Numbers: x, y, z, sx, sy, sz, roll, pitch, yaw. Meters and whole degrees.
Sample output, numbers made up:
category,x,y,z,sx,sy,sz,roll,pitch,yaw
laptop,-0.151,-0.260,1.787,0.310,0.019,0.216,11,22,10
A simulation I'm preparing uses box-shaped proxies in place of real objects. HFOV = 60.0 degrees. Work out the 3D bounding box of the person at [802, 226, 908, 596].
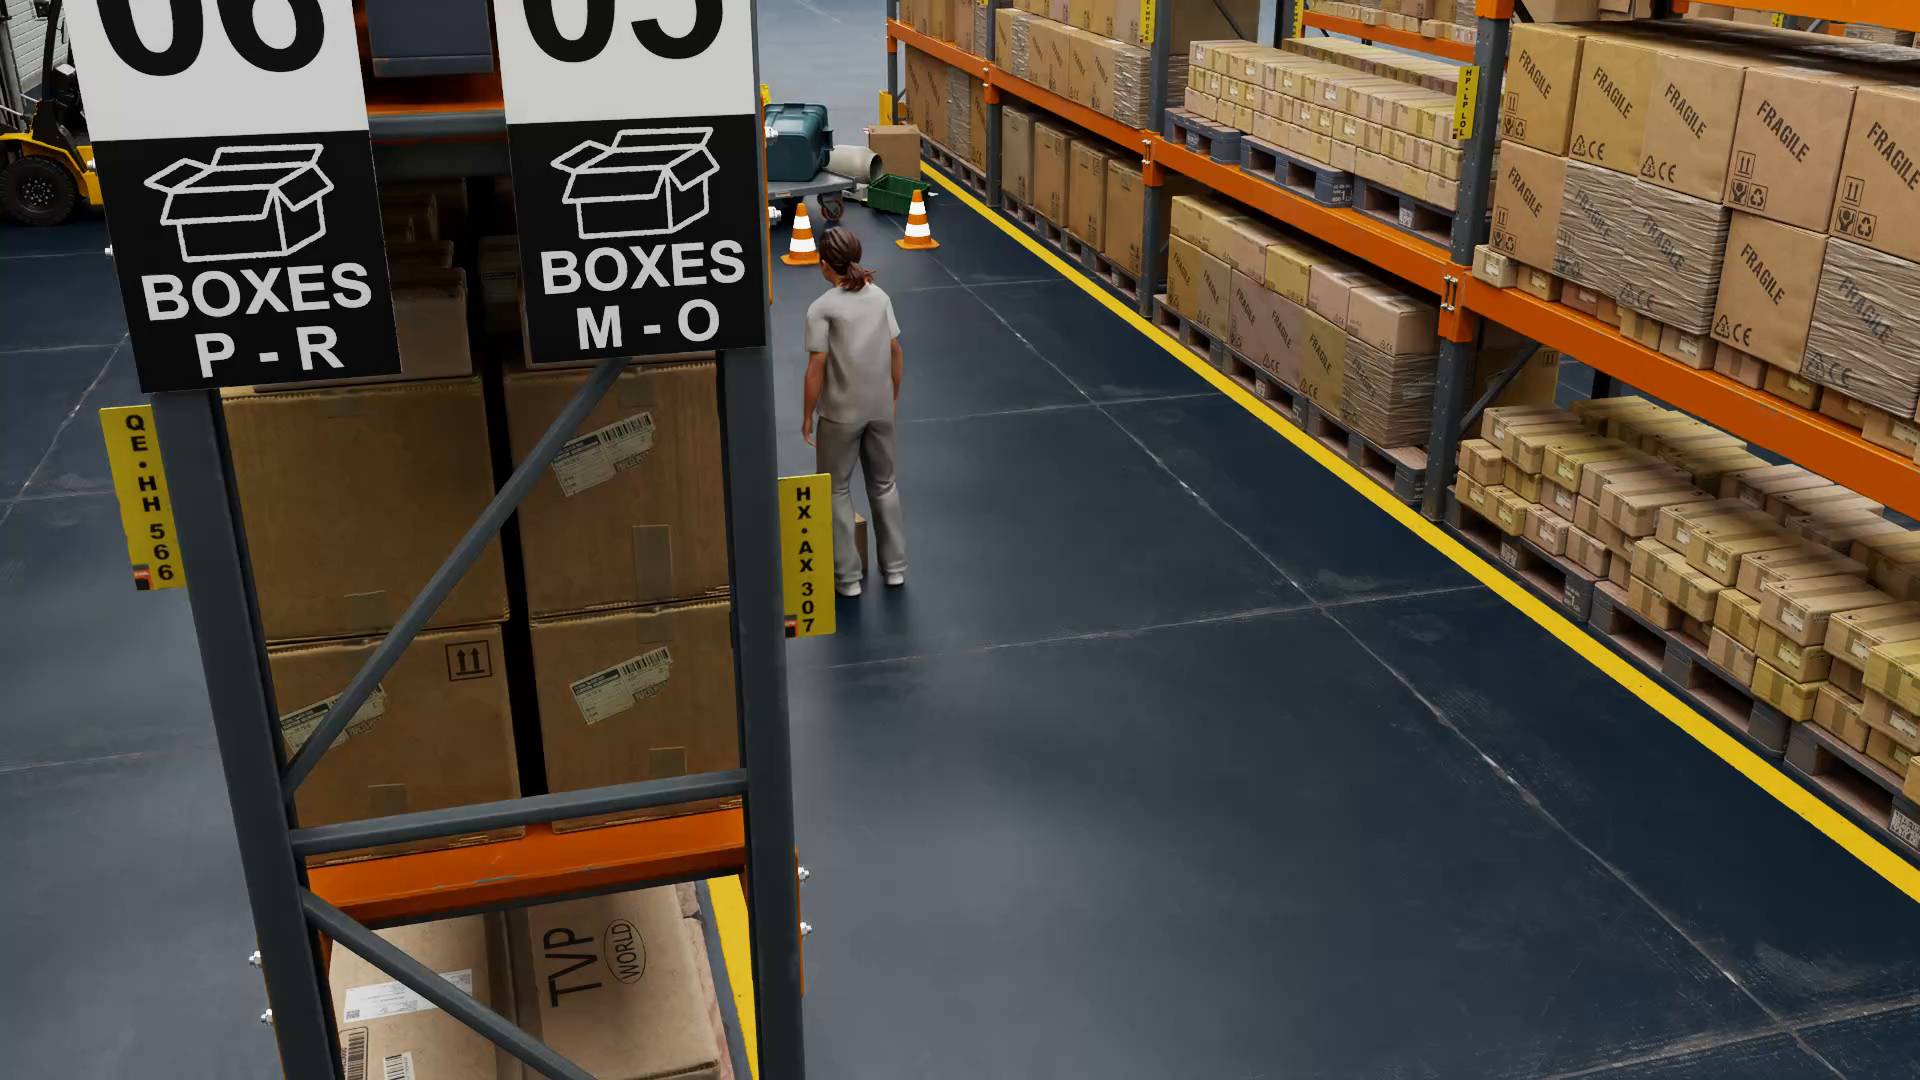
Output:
category,x,y,z,sx,sy,sz,roll,pitch,yaw
person,-0.471,-0.566,7.429,0.516,1.672,0.357,-14,27,-29
